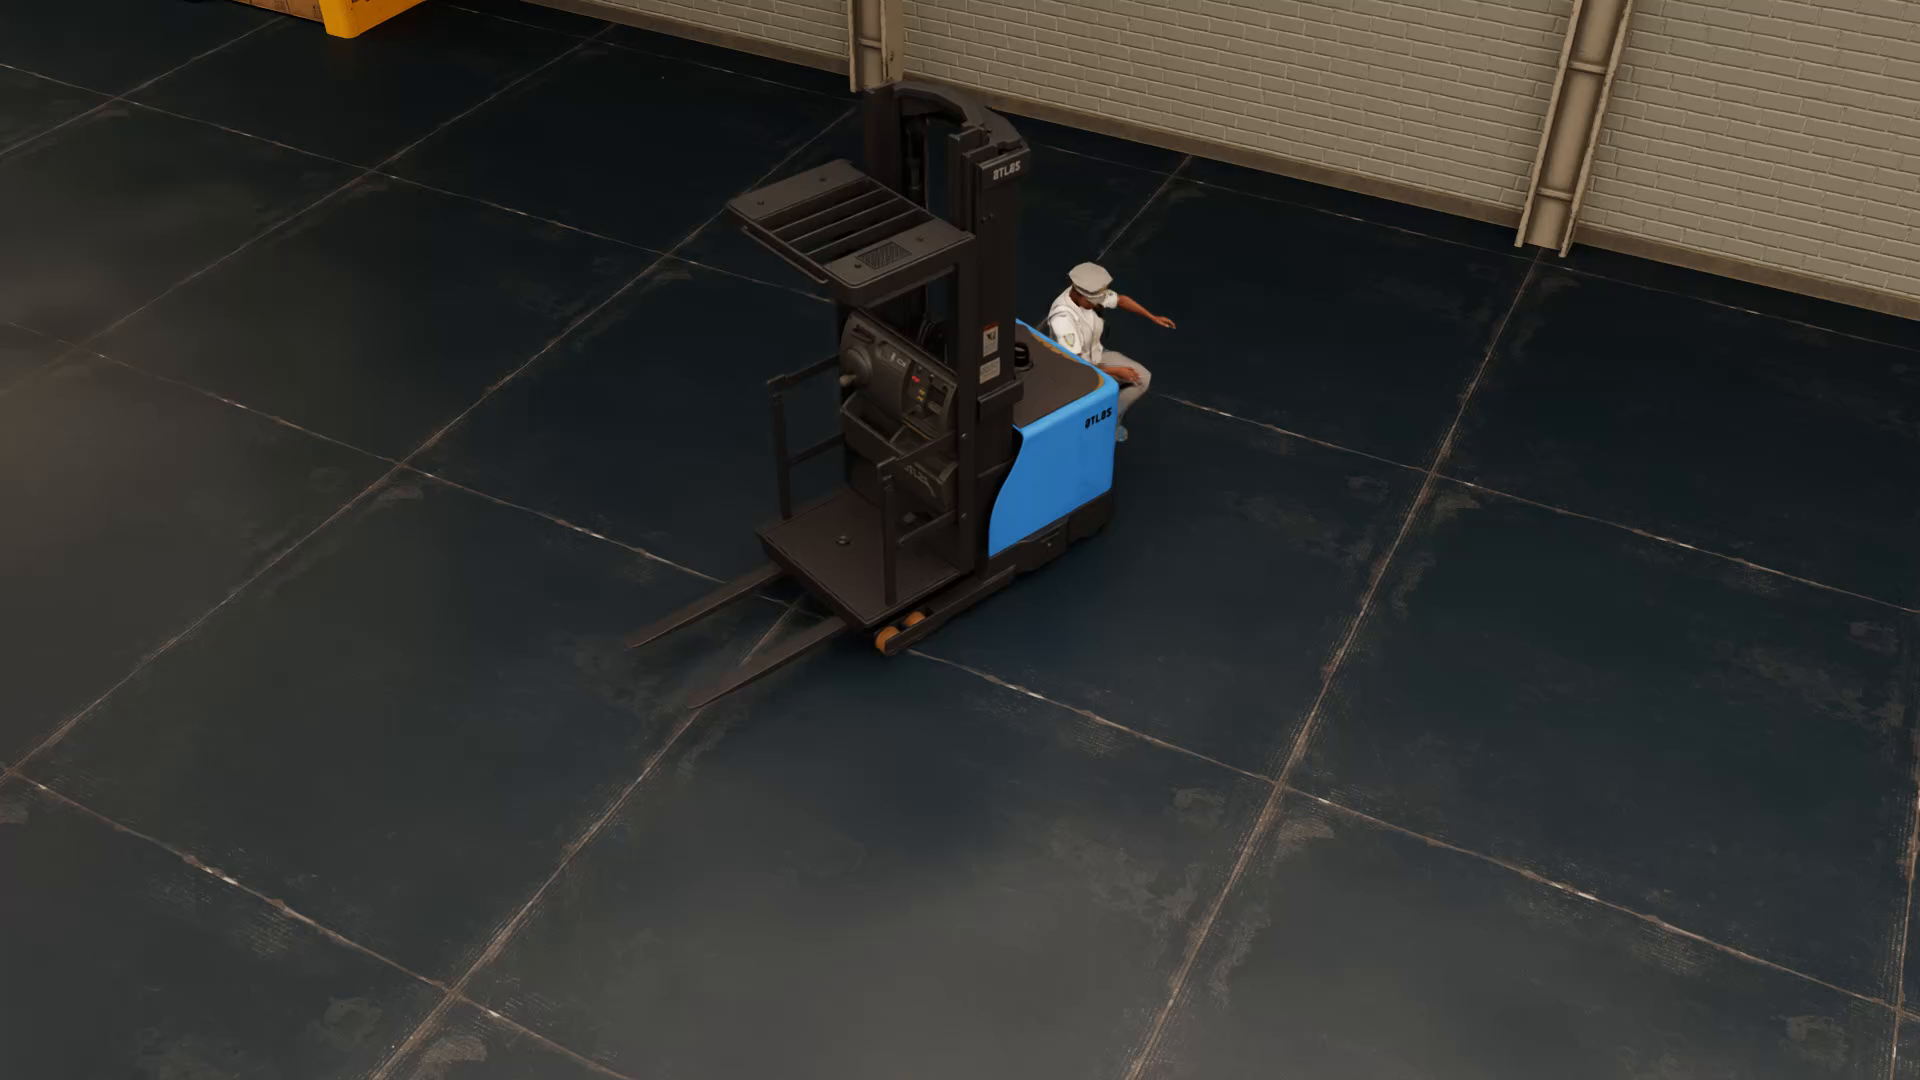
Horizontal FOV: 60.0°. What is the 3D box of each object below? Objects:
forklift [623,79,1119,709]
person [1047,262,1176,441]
[{"bbox_3d":[-0.503,-0.846,8.991,3.031,2.935,1.130,-29,48,-30],"label":"forklift"},{"bbox_3d":[0.883,-1.043,10.380,0.743,1.437,0.879,28,48,29],"label":"person"}]
